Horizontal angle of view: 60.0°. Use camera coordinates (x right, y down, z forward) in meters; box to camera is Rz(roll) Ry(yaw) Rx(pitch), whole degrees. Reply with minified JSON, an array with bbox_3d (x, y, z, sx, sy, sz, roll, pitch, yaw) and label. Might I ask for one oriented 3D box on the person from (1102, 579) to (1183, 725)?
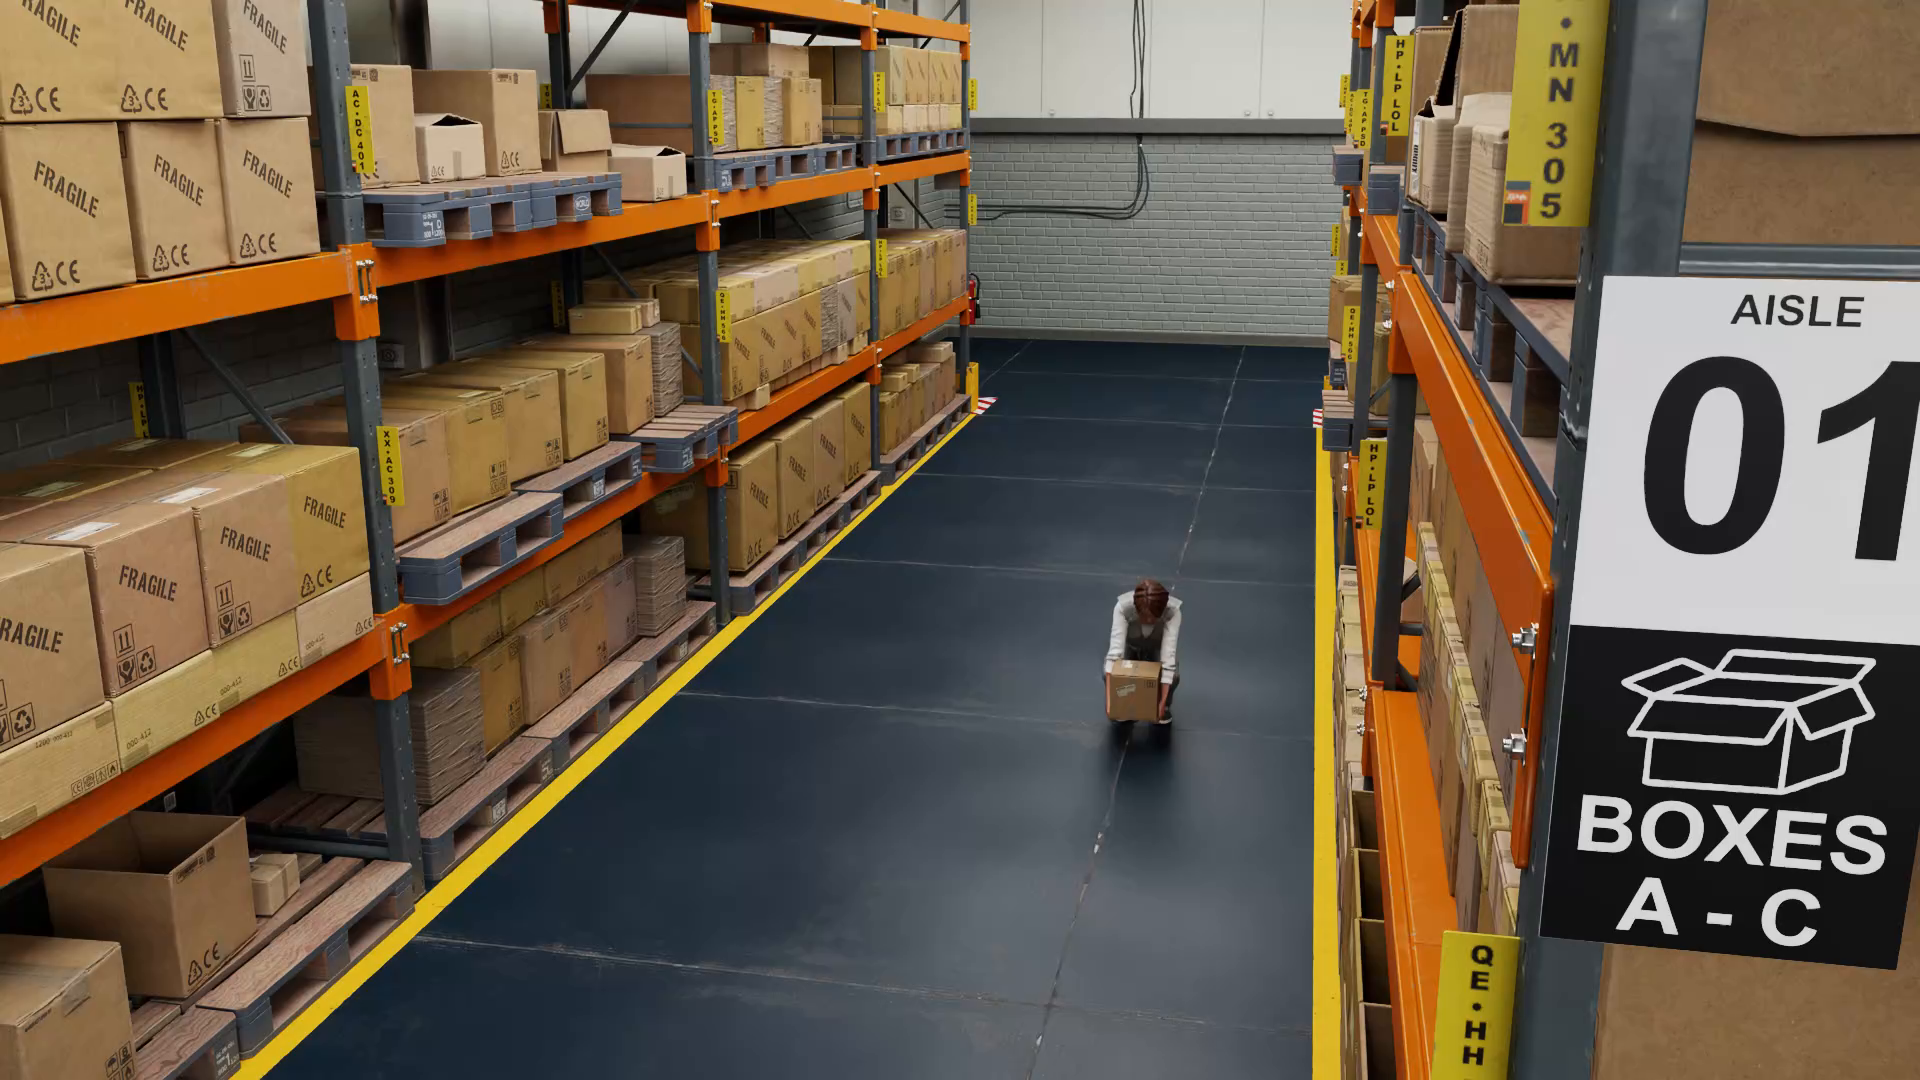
[{"bbox_3d":[1.004,0.606,9.142,0.427,0.897,0.818,3,15,10],"label":"person"}]
